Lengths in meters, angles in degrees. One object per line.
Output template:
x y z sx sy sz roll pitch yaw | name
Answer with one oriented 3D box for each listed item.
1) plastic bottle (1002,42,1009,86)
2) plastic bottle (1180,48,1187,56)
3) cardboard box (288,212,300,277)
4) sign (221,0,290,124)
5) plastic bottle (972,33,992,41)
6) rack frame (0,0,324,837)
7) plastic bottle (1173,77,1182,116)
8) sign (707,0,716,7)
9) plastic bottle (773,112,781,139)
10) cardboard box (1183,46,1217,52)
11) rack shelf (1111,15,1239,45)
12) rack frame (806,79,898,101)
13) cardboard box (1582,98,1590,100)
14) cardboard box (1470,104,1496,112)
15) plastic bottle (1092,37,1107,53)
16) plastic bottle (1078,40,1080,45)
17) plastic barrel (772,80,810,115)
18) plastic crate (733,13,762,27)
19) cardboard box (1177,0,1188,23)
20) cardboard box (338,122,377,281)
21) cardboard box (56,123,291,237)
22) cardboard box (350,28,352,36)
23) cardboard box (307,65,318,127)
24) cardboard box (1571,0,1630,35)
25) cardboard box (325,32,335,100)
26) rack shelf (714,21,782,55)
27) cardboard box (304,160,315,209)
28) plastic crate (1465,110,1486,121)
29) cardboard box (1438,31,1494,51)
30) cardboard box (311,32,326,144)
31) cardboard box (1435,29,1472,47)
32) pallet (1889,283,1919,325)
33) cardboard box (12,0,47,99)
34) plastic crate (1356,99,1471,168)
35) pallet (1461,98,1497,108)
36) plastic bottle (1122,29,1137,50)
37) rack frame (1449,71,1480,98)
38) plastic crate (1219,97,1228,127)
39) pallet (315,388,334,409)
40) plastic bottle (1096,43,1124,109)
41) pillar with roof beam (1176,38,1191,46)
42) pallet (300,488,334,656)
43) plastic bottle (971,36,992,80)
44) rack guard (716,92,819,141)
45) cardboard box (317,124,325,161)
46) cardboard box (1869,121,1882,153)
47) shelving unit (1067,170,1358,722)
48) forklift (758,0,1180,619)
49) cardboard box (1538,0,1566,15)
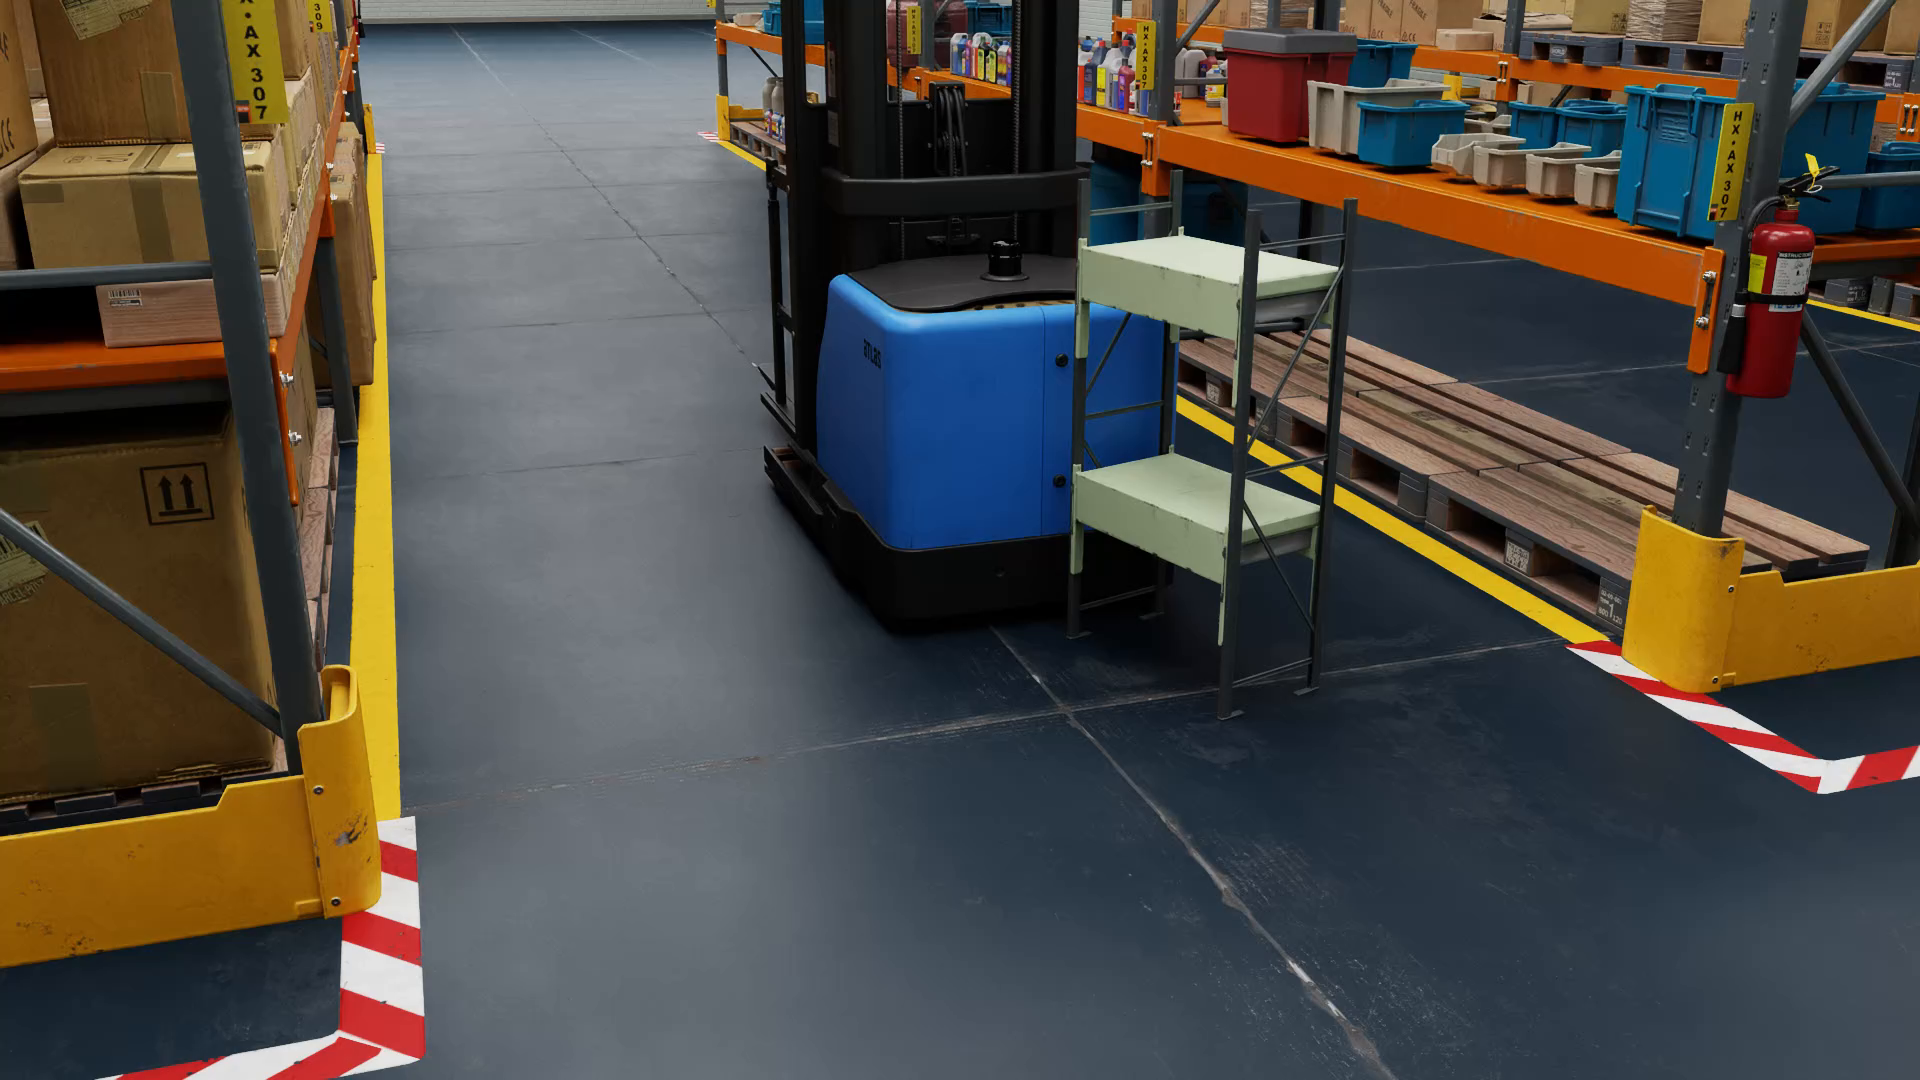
0.320 -3.054 10.673 0.097 0.271 0.097 0 20 0 | plastic bottle
1.299 -2.843 10.078 0.152 0.276 0.135 -6 21 -17 | plastic bottle
-2.042 -0.810 4.605 0.380 0.149 0.250 -7 21 -18 | cardboard box
-1.469 -1.033 3.457 0.100 0.325 0.005 -6 21 -17 | sign
0.163 -3.409 11.654 0.152 0.276 0.135 -6 21 -17 | plastic bottle
-1.998 -0.531 3.458 1.000 3.000 0.127 -6 21 -17 | rack frame
1.129 -2.359 8.840 0.097 0.201 0.097 0 20 0 | plastic bottle
-2.848 -6.265 19.012 0.100 0.325 0.005 -6 21 -17 | sign
-1.911 -4.358 17.497 0.097 0.271 0.097 0 20 0 | plastic bottle
2.830 -5.833 20.556 0.500 0.500 0.500 -6 21 -17 | cardboard box
3.007 -5.737 19.015 1.077 0.370 4.000 -6 21 -17 | rack shelf
-1.067 -4.908 15.644 1.000 3.000 0.127 -6 21 -17 | rack frame
7.854 -5.342 20.417 0.380 0.149 0.250 -8 21 -22 | cardboard box
4.676 -3.848 15.309 0.500 0.311 0.500 -7 21 -19 | cardboard box
0.936 -3.242 11.194 0.097 0.271 0.097 0 20 0 | plastic bottle
0.795 -3.411 11.649 0.061 0.283 0.133 -6 21 -17 | plastic bottle
-1.888 -4.855 18.554 0.421 0.512 0.421 0 20 0 | plastic barrel
-2.349 -5.746 18.368 0.298 0.136 0.250 -6 21 -17 | plastic crate
2.834 -6.285 19.329 0.700 0.500 0.500 -6 21 -17 | cardboard box
-4.315 -2.072 10.271 1.225 0.875 0.875 -7 21 -20 | cardboard box
-2.062 -0.949 4.404 0.500 0.250 0.500 -7 21 -18 | cardboard box
-6.170 -5.008 16.293 0.380 0.149 0.250 -6 21 -17 | cardboard box
-2.867 -1.770 6.690 0.500 0.250 0.500 -7 21 -18 | cardboard box
5.198 -4.204 12.915 0.700 0.500 0.500 -15 24 -35 | cardboard box
-3.971 -2.853 9.774 0.500 0.500 0.500 -7 21 -18 | cardboard box
-1.696 -5.211 17.553 1.077 0.370 4.000 -6 21 -17 | rack shelf
-2.444 -1.221 5.750 0.380 0.149 0.250 -7 21 -18 | cardboard box
2.054 -1.909 7.613 0.437 0.125 0.590 -6 21 -17 | plastic crate
4.348 -4.291 14.297 0.380 0.149 0.250 -6 21 -17 | cardboard box
-3.162 -2.036 7.500 0.500 0.500 0.500 -6 21 -17 | cardboard box
4.439 -4.435 14.698 0.380 0.149 0.250 -5 20 -13 | cardboard box
6.366 -1.333 9.816 1.003 0.211 1.213 -6 21 -17 | pallet
-3.032 -1.731 5.471 0.500 0.500 0.500 -7 21 -19 | cardboard box
1.815 -1.639 6.700 0.416 0.233 0.300 -6 21 -17 | plastic crate
7.326 -5.643 21.816 1.003 0.211 1.213 -6 21 -17 | pallet
1.092 -3.095 10.668 0.144 0.351 0.185 -6 21 -17 | plastic bottle
7.080 -7.244 22.148 1.000 3.000 0.127 -6 21 -17 | rack frame
1.458 -2.081 8.073 0.396 0.136 0.243 -6 21 -17 | plastic crate
-3.569 -0.742 8.170 1.003 0.211 1.213 -6 21 -17 | pallet
0.848 -2.578 9.229 0.144 0.351 0.185 -6 21 -17 | plastic bottle
0.263 -13.329 30.213 9.100 9.000 0.400 -6 21 -17 | pillar with roof beam
-2.703 0.142 5.709 1.003 0.211 1.213 -6 21 -17 | pallet
0.164 -3.245 11.196 0.152 0.276 0.135 -6 21 -17 | plastic bottle
-2.256 -4.996 19.587 1.175 0.500 0.348 -6 21 -17 | rack guard
-2.848 -1.633 6.899 0.380 0.149 0.250 -6 21 -17 | cardboard box
9.268 -4.111 16.472 0.700 0.500 0.500 -6 21 -17 | cardboard box
0.730 -0.311 5.063 0.431 1.500 0.755 -13 23 -32 | shelving unit
-0.195 -1.582 6.485 1.130 2.935 3.031 -6 21 -17 | forklift
7.420 -6.501 20.272 0.500 0.250 0.500 -6 21 -17 | cardboard box
